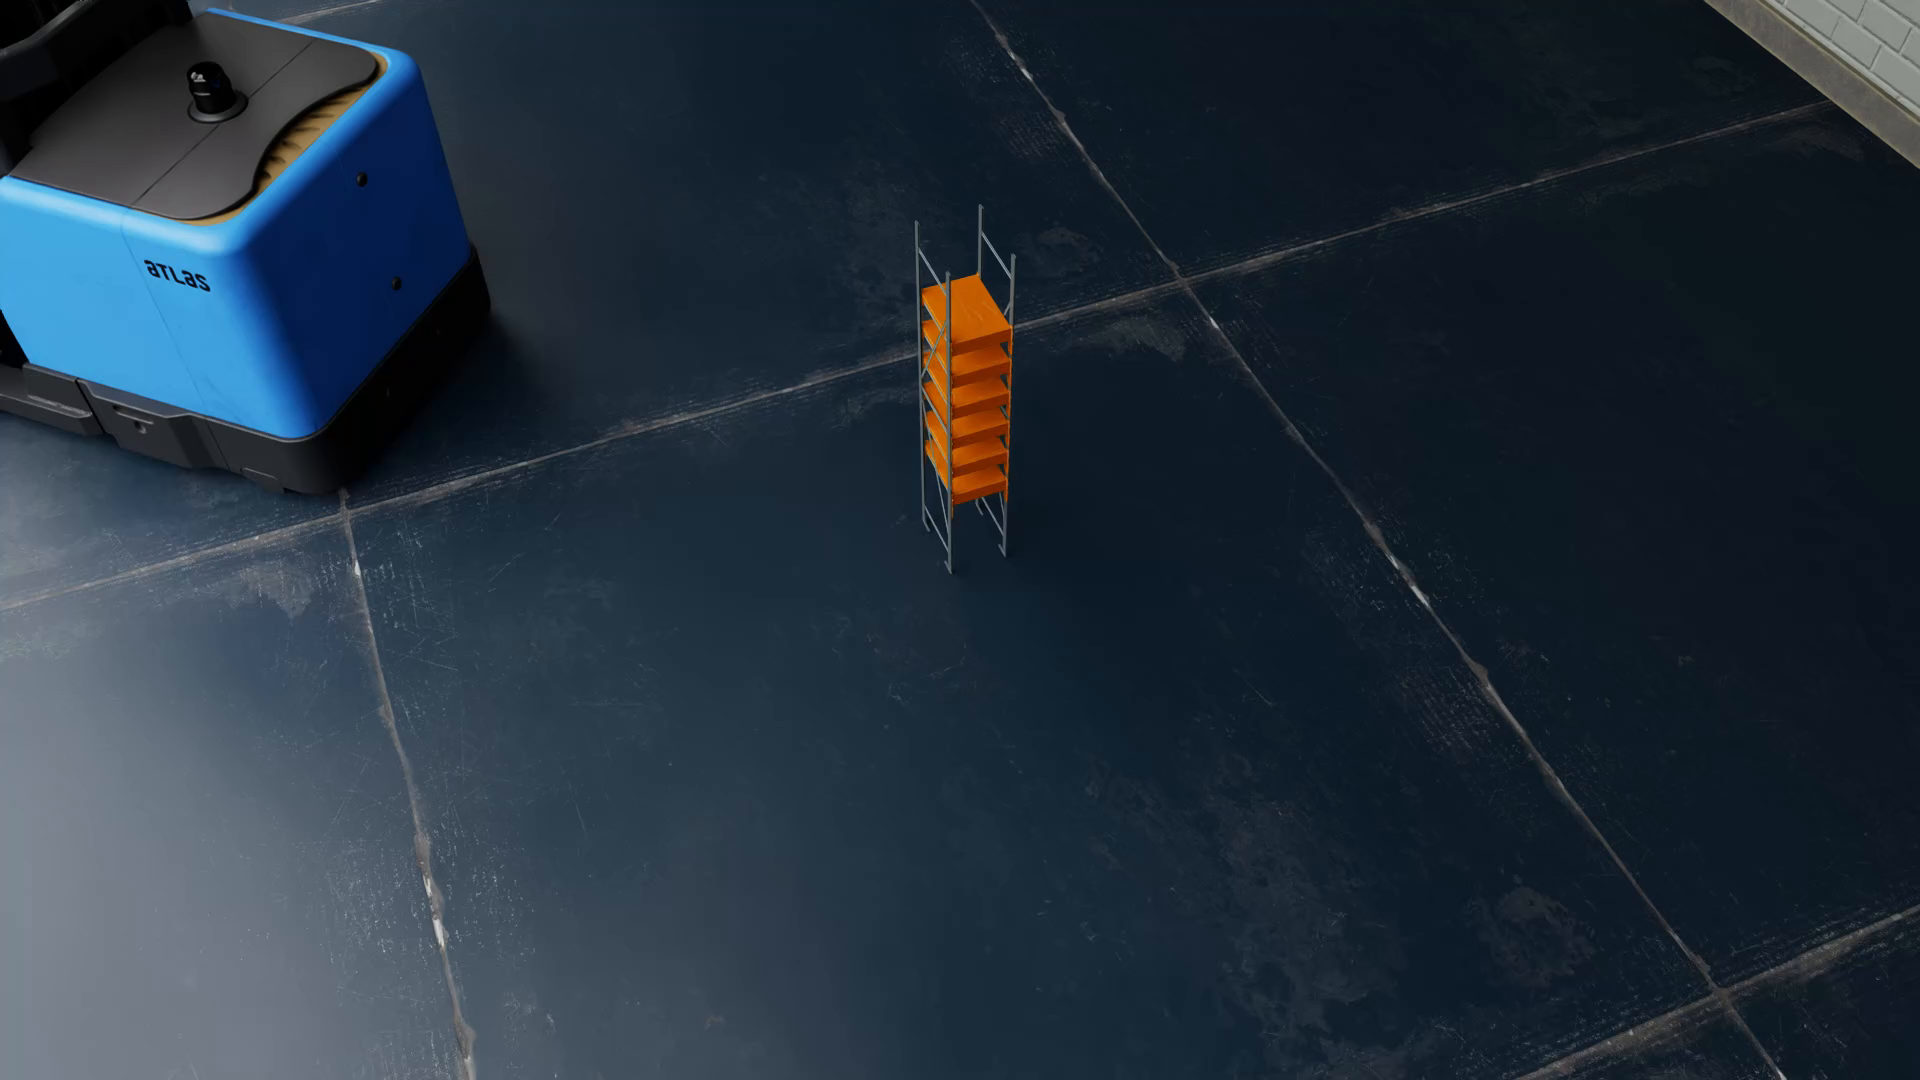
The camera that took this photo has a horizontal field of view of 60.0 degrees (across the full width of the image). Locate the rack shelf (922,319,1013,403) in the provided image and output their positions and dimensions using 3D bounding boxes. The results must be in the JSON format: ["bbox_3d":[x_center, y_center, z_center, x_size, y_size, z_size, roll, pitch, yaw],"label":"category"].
[{"bbox_3d":[0.013,-0.522,4.650,0.180,0.103,0.258,-17,52,-14],"label":"rack shelf"}]

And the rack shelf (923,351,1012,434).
[{"bbox_3d":[0.013,-0.444,4.741,0.180,0.103,0.258,-17,52,-14],"label":"rack shelf"}]

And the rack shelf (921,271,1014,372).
[{"bbox_3d":[0.013,-0.601,4.559,0.180,0.103,0.258,-17,52,-14],"label":"rack shelf"}]

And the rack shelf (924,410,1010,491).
[{"bbox_3d":[0.013,-0.288,4.923,0.180,0.103,0.258,-17,52,-14],"label":"rack shelf"}]

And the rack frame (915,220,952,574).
[{"bbox_3d":[-0.071,-0.369,4.776,0.006,1.200,0.240,-17,52,-14],"label":"rack frame"}]

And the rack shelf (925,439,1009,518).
[{"bbox_3d":[0.013,-0.210,5.014,0.180,0.103,0.258,-17,52,-14],"label":"rack shelf"}]

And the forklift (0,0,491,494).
[{"bbox_3d":[-3.226,-1.803,4.866,3.031,2.935,1.130,16,51,13],"label":"forklift"}]

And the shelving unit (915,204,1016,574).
[{"bbox_3d":[0.013,-0.395,4.798,0.189,1.200,0.258,-17,52,-14],"label":"shelving unit"}]

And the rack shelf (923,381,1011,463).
[{"bbox_3d":[0.013,-0.366,4.832,0.180,0.103,0.258,-17,52,-14],"label":"rack shelf"}]

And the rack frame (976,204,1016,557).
[{"bbox_3d":[0.098,-0.421,4.821,0.006,1.200,0.240,-17,52,-14],"label":"rack frame"}]
